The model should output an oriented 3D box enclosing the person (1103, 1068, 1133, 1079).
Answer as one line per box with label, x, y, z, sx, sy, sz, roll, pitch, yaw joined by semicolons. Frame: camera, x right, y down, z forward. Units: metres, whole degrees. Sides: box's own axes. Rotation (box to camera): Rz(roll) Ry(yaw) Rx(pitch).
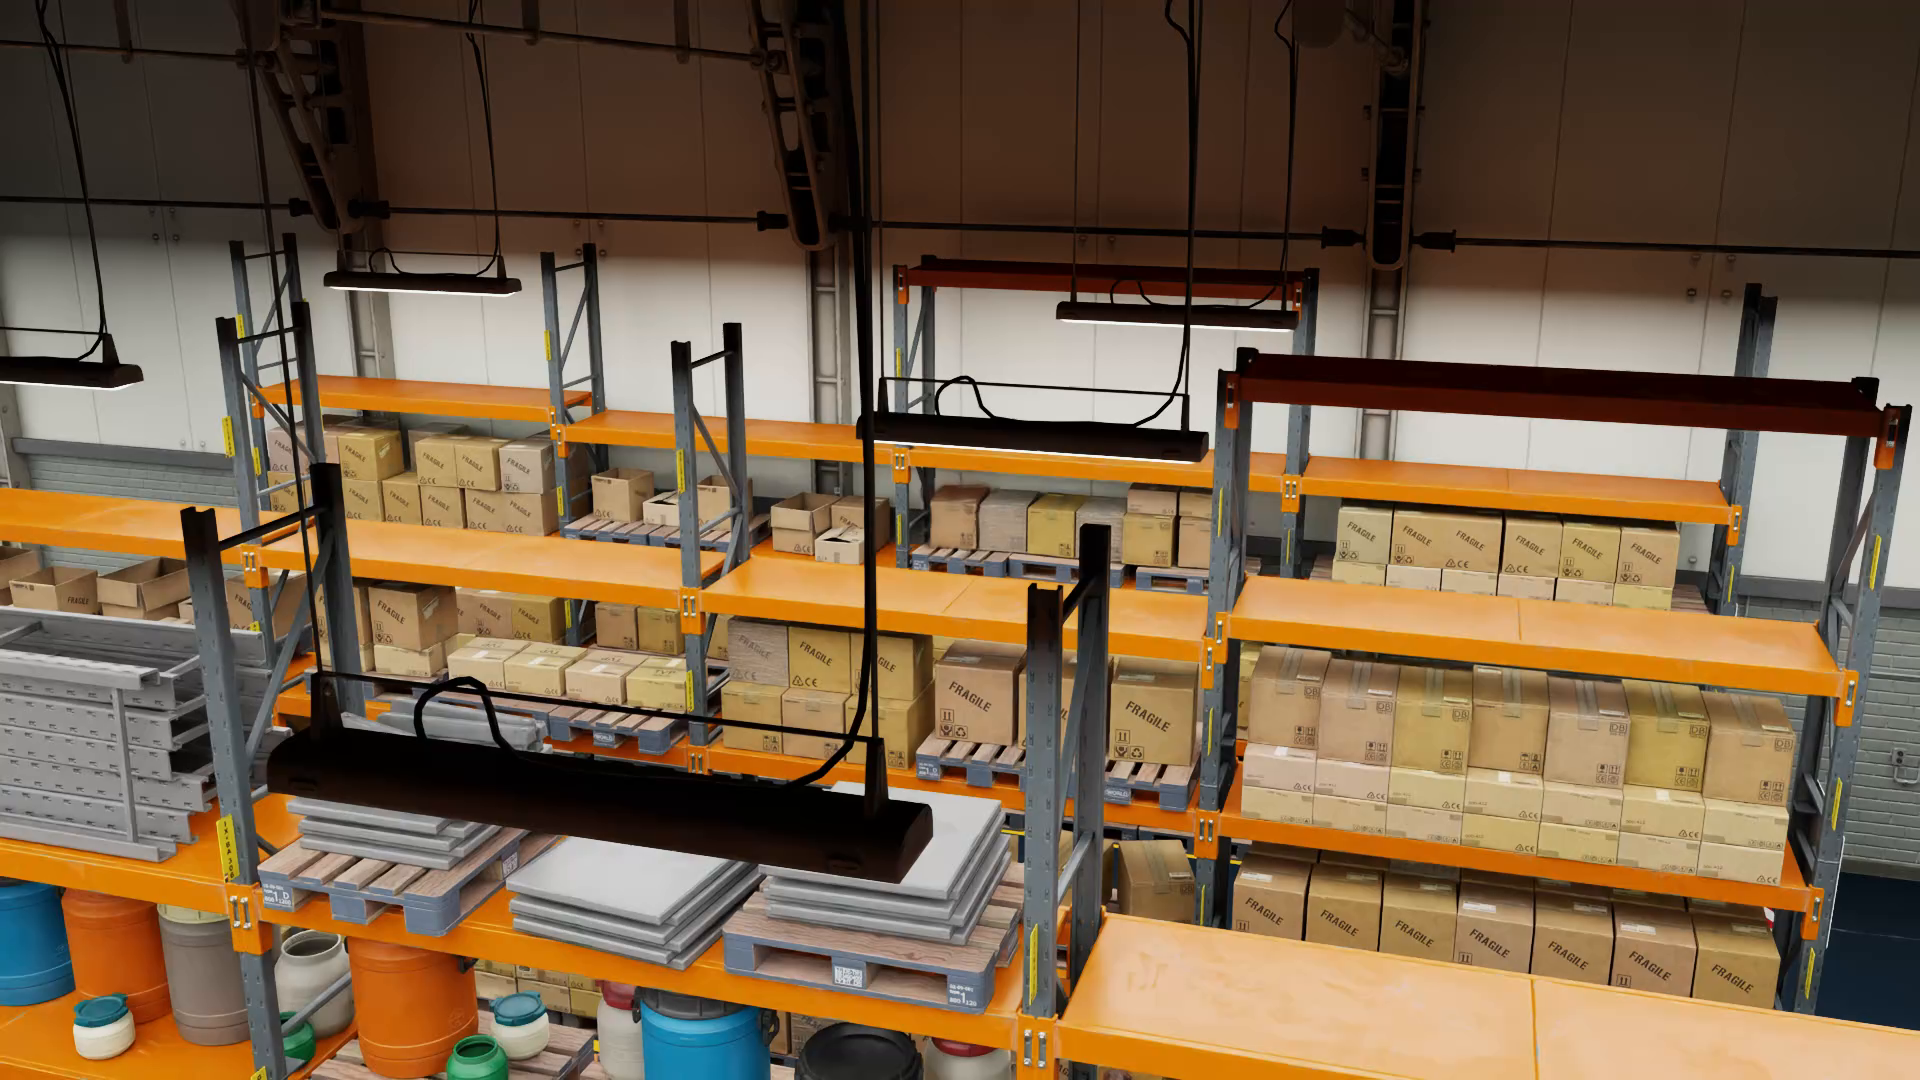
person;1.023;4.232;11.204;0.972;1.539;0.387;5;17;15
